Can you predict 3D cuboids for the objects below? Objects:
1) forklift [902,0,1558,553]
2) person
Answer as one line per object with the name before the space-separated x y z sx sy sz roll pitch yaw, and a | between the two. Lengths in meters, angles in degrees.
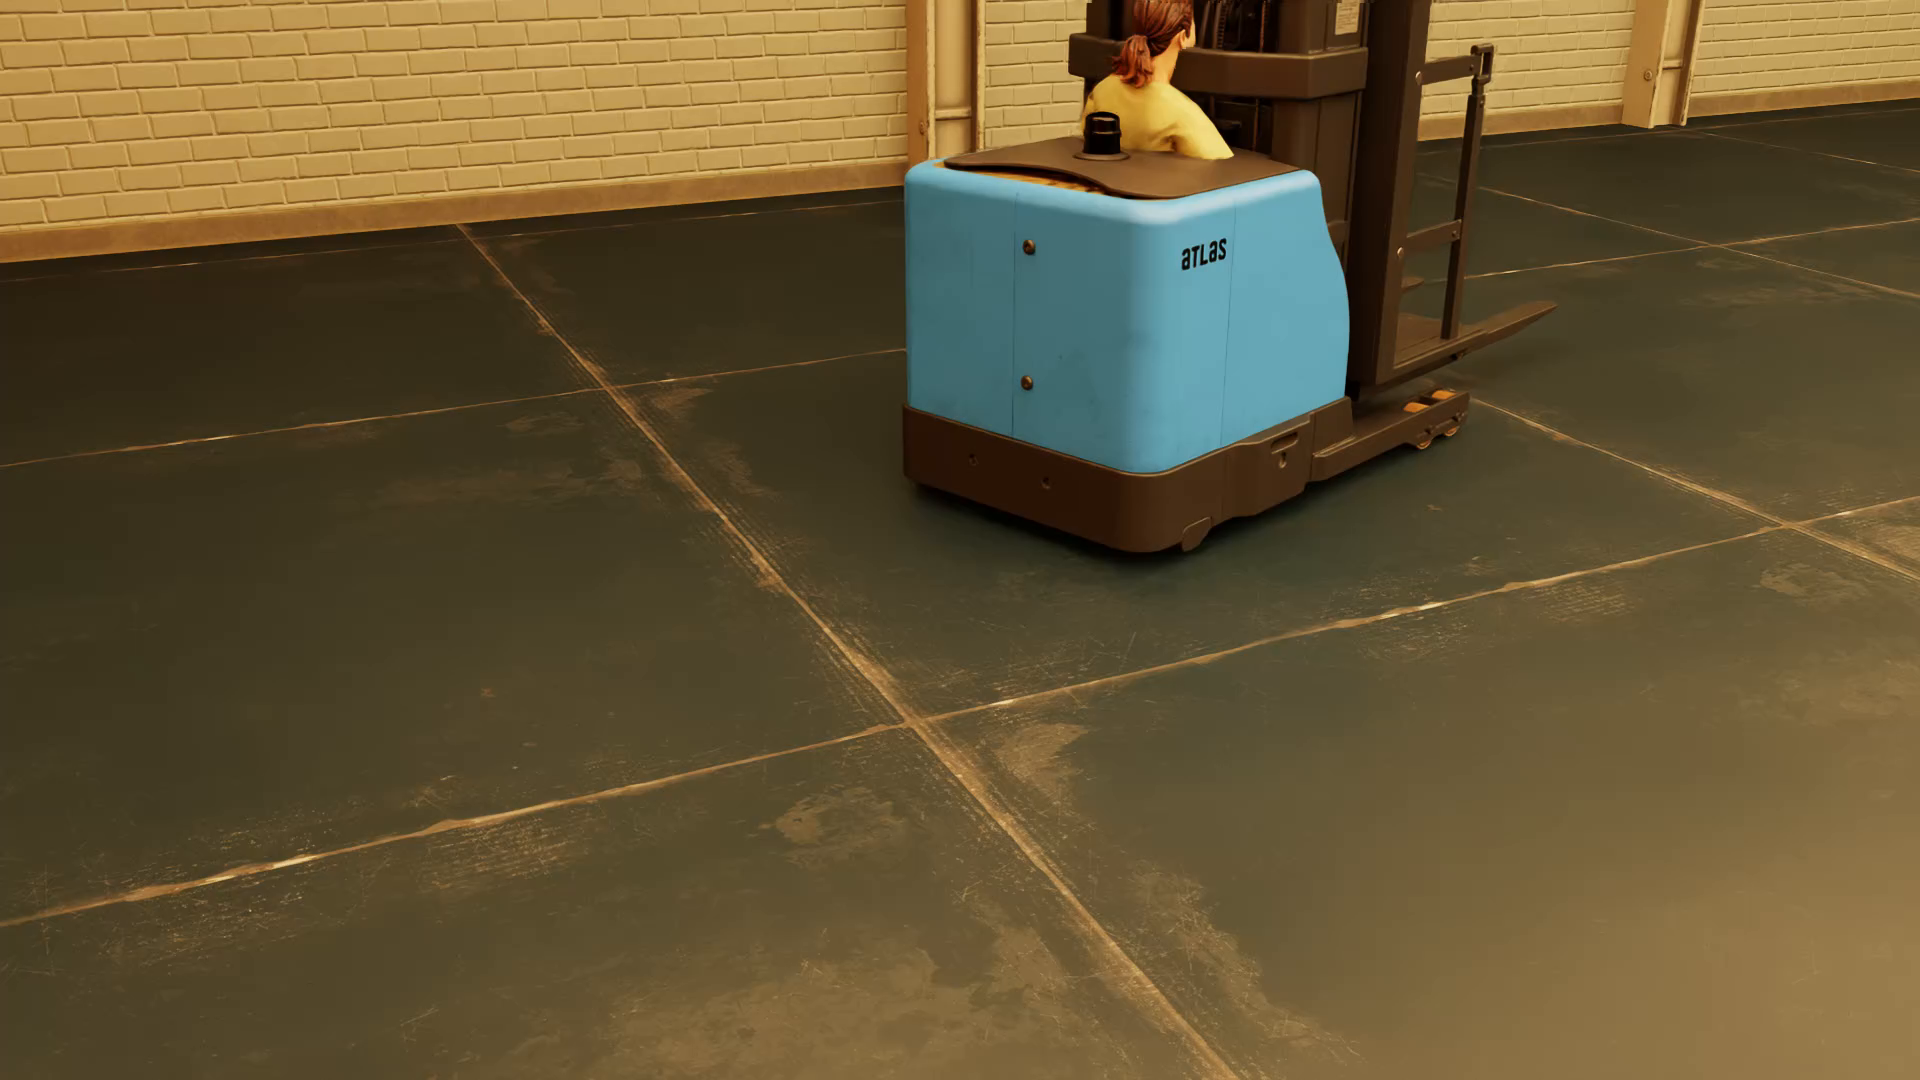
forklift | 1.191 -1.792 5.601 1.130 2.935 3.031 20 30 39
person | 0.774 -1.020 5.364 0.700 1.472 0.729 -13 26 -28
